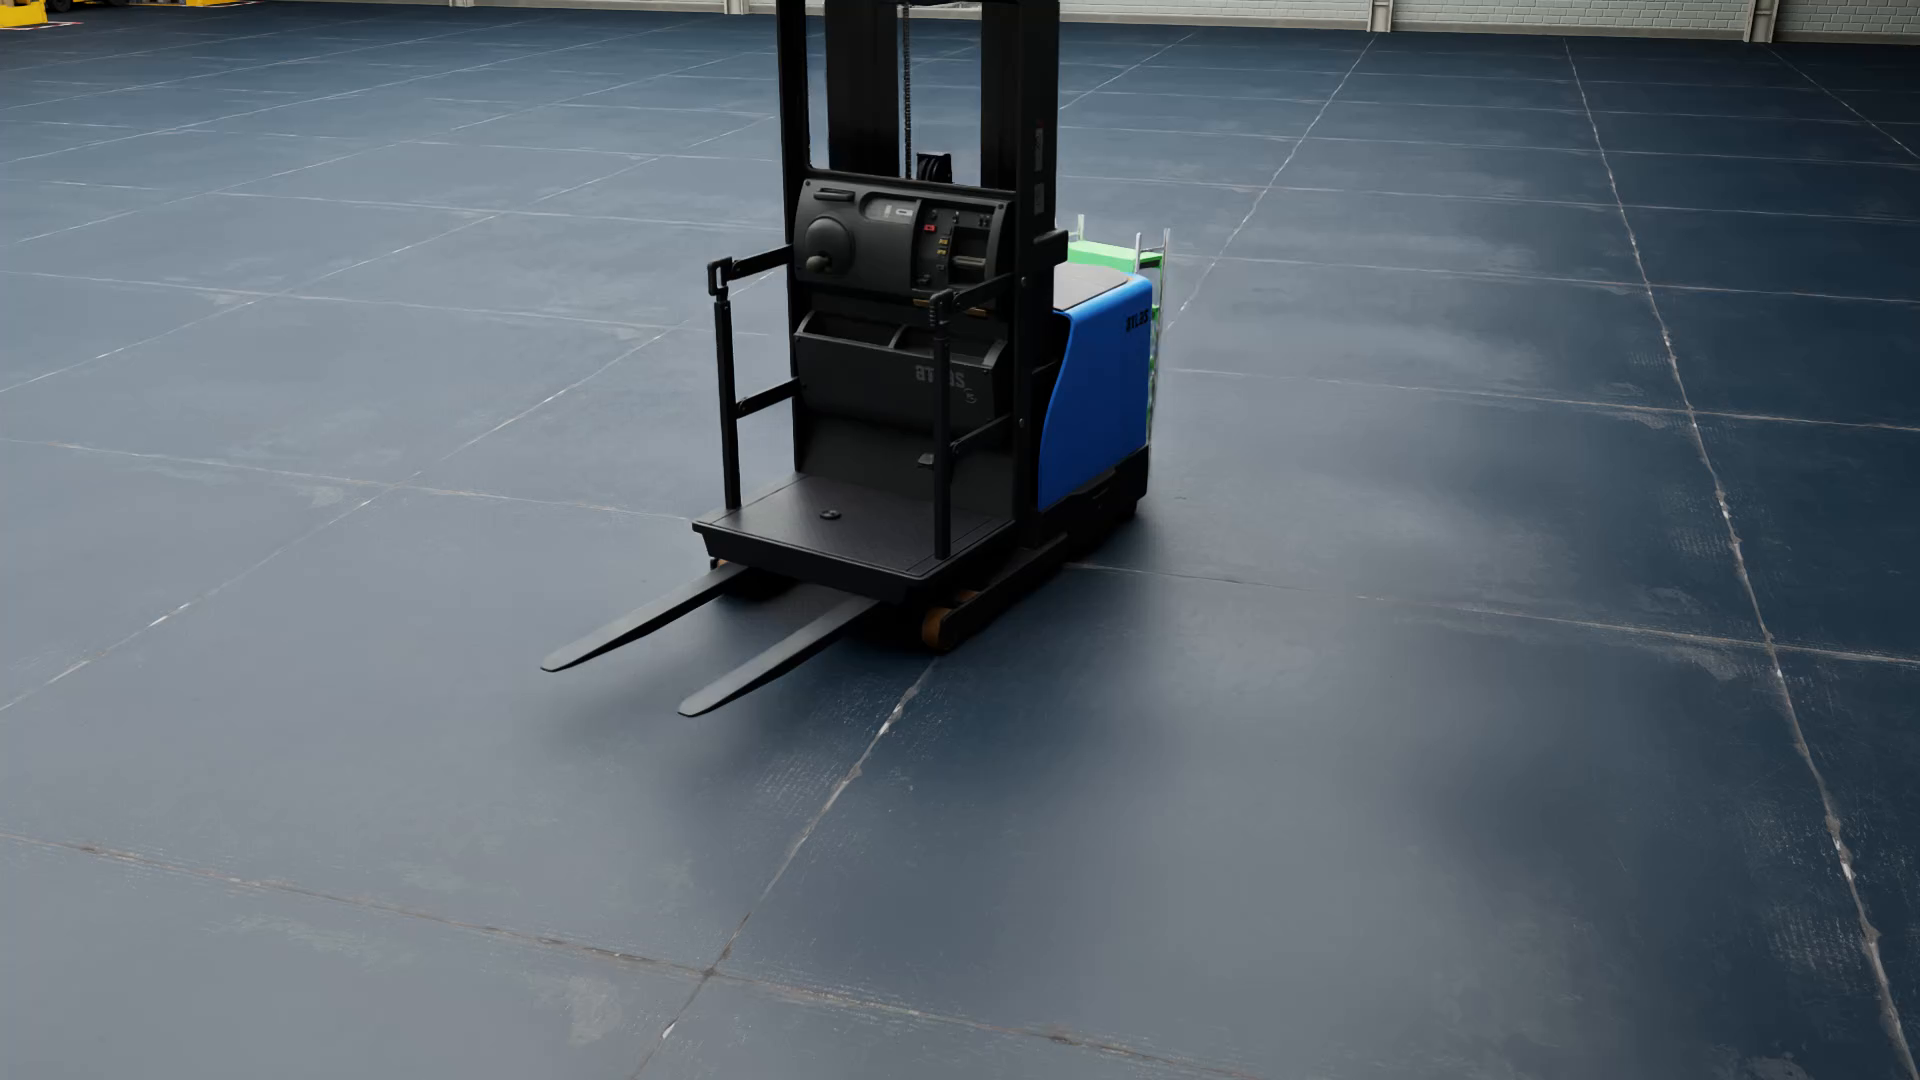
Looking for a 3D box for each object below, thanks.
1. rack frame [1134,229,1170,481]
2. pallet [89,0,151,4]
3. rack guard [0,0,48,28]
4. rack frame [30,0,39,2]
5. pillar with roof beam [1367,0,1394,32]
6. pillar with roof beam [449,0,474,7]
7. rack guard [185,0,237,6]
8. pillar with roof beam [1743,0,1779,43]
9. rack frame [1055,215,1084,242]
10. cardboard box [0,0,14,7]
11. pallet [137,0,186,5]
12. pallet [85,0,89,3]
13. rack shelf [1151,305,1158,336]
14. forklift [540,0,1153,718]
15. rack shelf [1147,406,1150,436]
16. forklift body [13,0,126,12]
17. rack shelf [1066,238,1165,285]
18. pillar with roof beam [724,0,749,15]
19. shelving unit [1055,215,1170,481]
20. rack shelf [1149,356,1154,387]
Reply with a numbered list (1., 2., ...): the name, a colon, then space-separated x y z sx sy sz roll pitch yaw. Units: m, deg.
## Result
1. rack frame: 0.846 -0.823 7.676 0.015 1.200 0.240 18 25 37
2. pallet: -17.259 -11.295 34.528 1.213 0.211 1.003 7 23 15
3. rack guard: -16.854 -9.430 29.601 0.348 0.500 1.175 7 23 16
4. rack frame: -16.781 -10.578 29.106 0.127 3.000 1.000 7 23 16
5. pillar with roof beam: 5.976 -11.366 23.123 0.400 9.000 9.100 7 23 16
6. pillar with roof beam: -11.256 -13.340 27.933 0.400 9.000 9.100 7 23 16
7. rack guard: -15.328 -11.223 33.972 0.348 0.500 1.175 7 23 16
8. pillar with roof beam: 11.721 -10.709 21.519 0.400 9.000 9.100 7 23 16
9. rack frame: 0.478 -0.945 7.973 0.015 1.200 0.240 18 25 37
10. cardboard box: -17.473 -9.689 30.009 0.500 0.250 0.500 6 23 15
11. pallet: -16.095 -11.161 34.200 1.213 0.211 1.003 7 23 16
12. pallet: -18.431 -11.428 34.852 1.213 0.211 1.003 7 23 16
13. rack shelf: 0.669 -1.050 7.765 0.480 0.148 0.258 18 25 37
14. forklift: -0.347 -1.141 6.190 1.130 2.935 3.031 13 26 29
15. rack shelf: 0.649 -0.598 7.927 0.480 0.148 0.258 18 25 37
16. forklift body: -17.693 -11.535 32.556 1.214 2.155 2.313 7 23 16
17. rack shelf: 0.679 -1.276 7.685 0.480 0.148 0.258 18 25 37
18. pillar with roof beam: -5.512 -12.682 26.329 0.400 9.000 9.100 7 23 16
19. shelving unit: 0.662 -0.884 7.825 0.503 1.200 0.258 18 25 37
20. rack shelf: 0.659 -0.824 7.846 0.480 0.148 0.258 18 25 37
